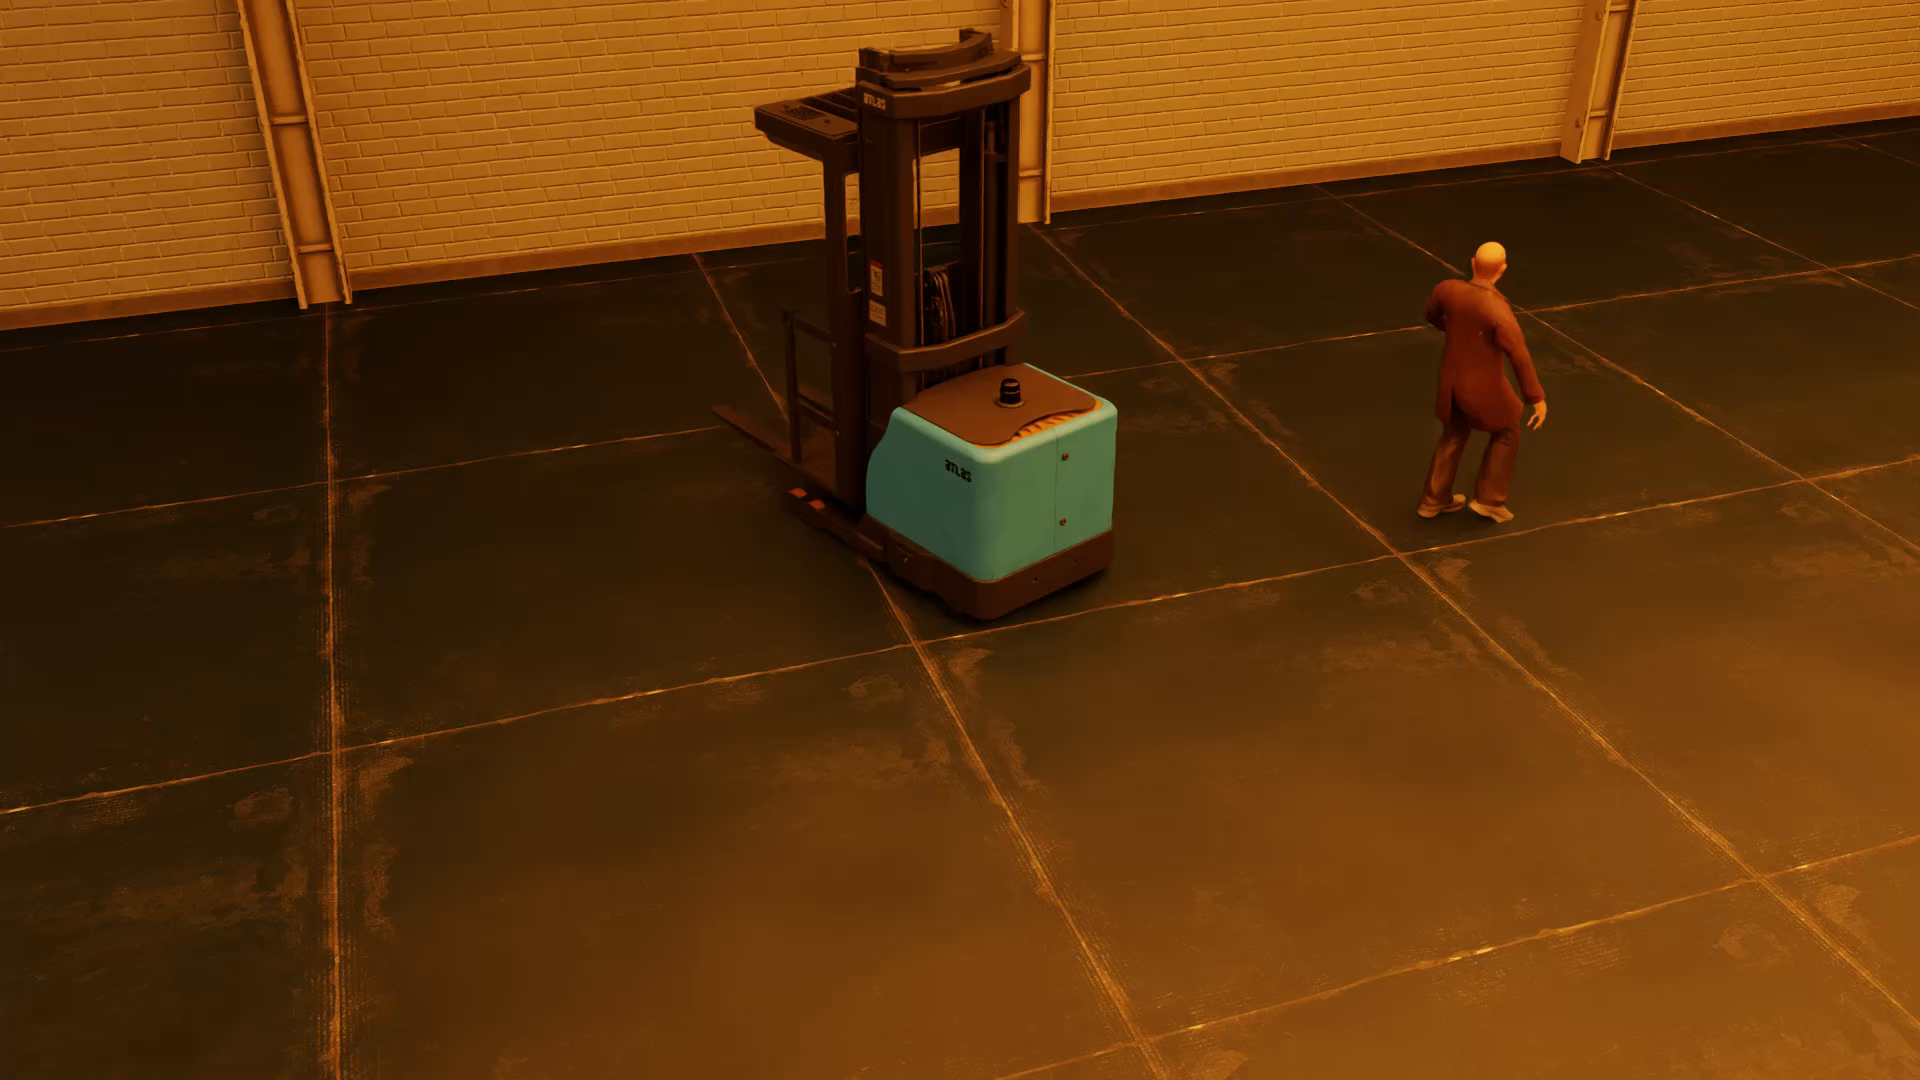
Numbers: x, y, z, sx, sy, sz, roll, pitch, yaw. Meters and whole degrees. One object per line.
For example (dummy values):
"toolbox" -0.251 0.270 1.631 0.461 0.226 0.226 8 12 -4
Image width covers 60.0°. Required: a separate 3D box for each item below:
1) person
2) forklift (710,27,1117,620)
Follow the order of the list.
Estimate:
"person" 3.103 -0.917 9.918 0.557 1.808 0.994 -16 34 -26
"forklift" -0.447 -1.494 9.683 1.130 2.935 3.031 -23 37 -34
